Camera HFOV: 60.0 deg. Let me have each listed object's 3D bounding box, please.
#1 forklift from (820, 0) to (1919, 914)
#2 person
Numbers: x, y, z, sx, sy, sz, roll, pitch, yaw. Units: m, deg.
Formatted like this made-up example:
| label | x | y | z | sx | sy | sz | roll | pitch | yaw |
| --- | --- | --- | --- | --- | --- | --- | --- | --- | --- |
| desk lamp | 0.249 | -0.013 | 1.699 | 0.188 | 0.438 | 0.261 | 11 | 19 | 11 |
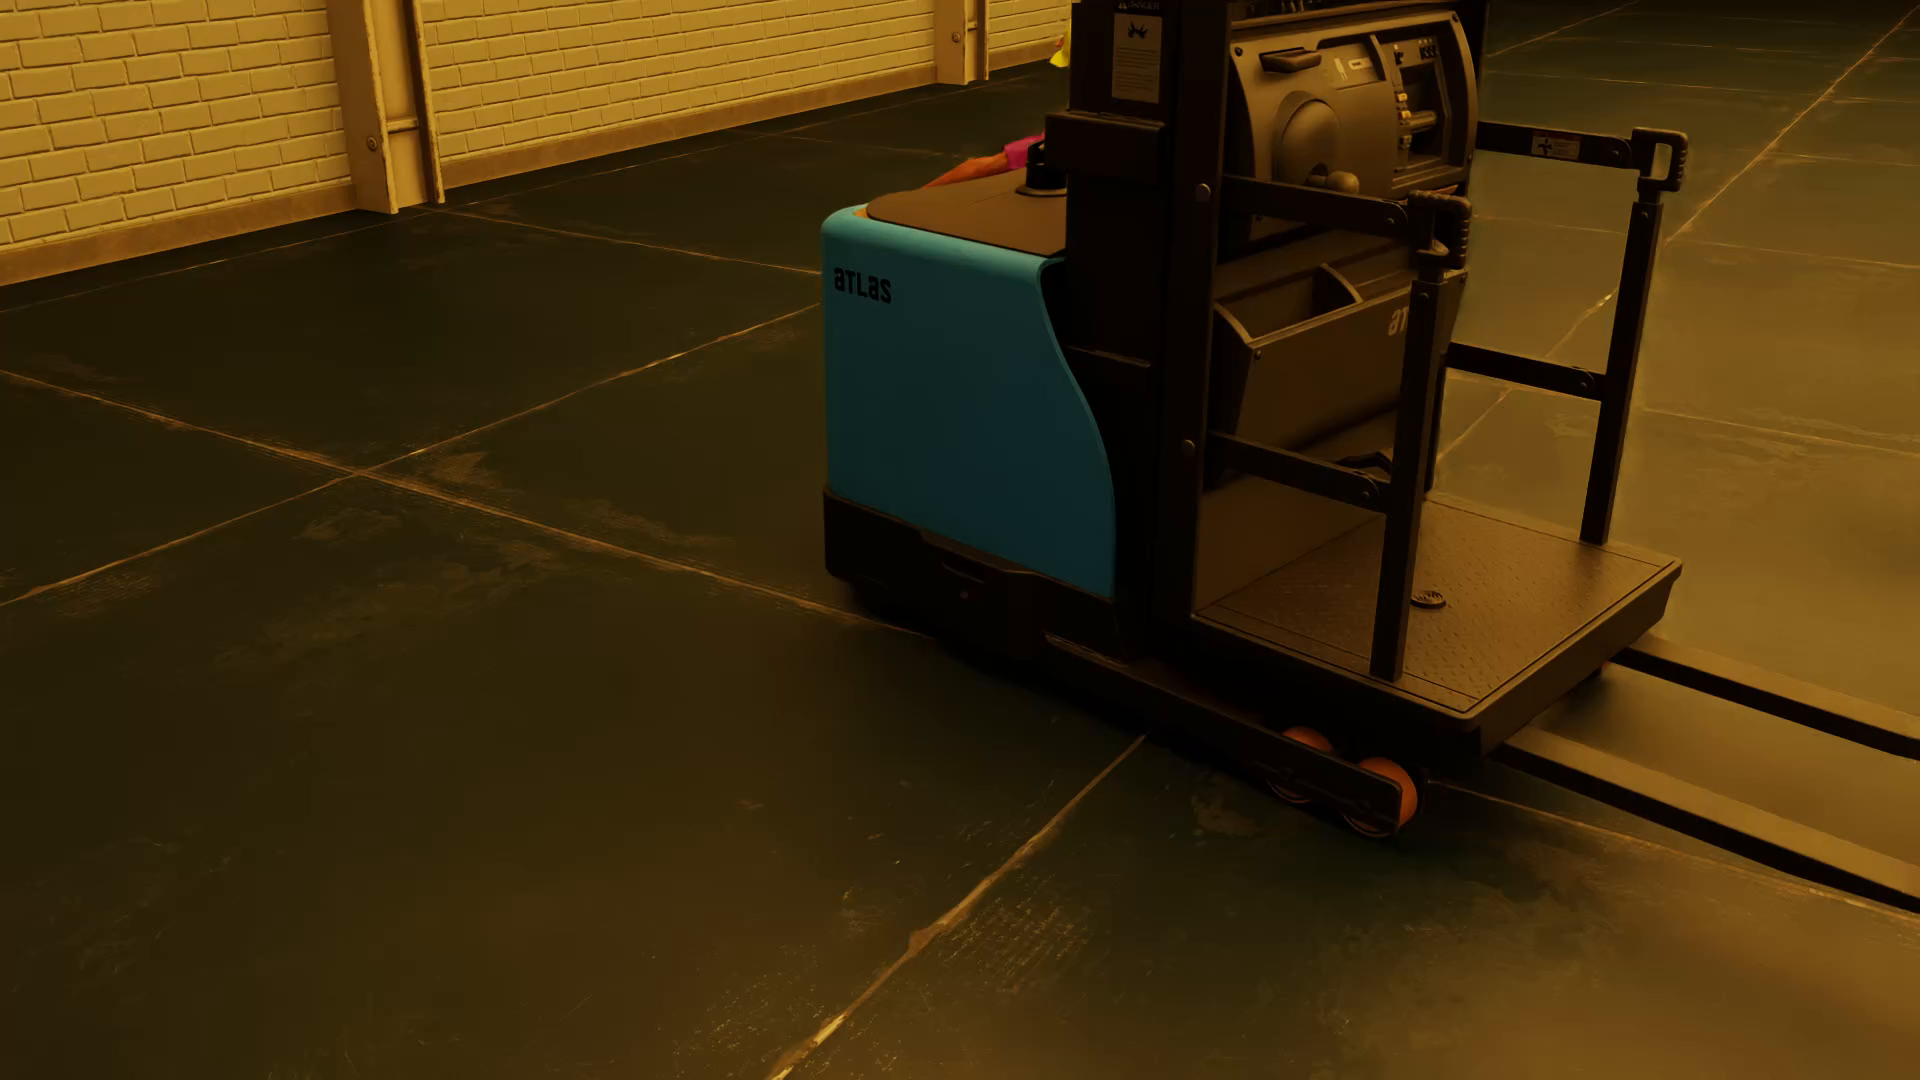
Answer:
| label | x | y | z | sx | sy | sz | roll | pitch | yaw |
| --- | --- | --- | --- | --- | --- | --- | --- | --- | --- |
| forklift | 1.035 | -0.944 | 3.522 | 3.031 | 2.935 | 1.130 | 21 | 31 | 39 |
| person | 0.348 | -1.082 | 5.699 | 1.002 | 1.465 | 0.958 | 8 | 24 | 17 |
